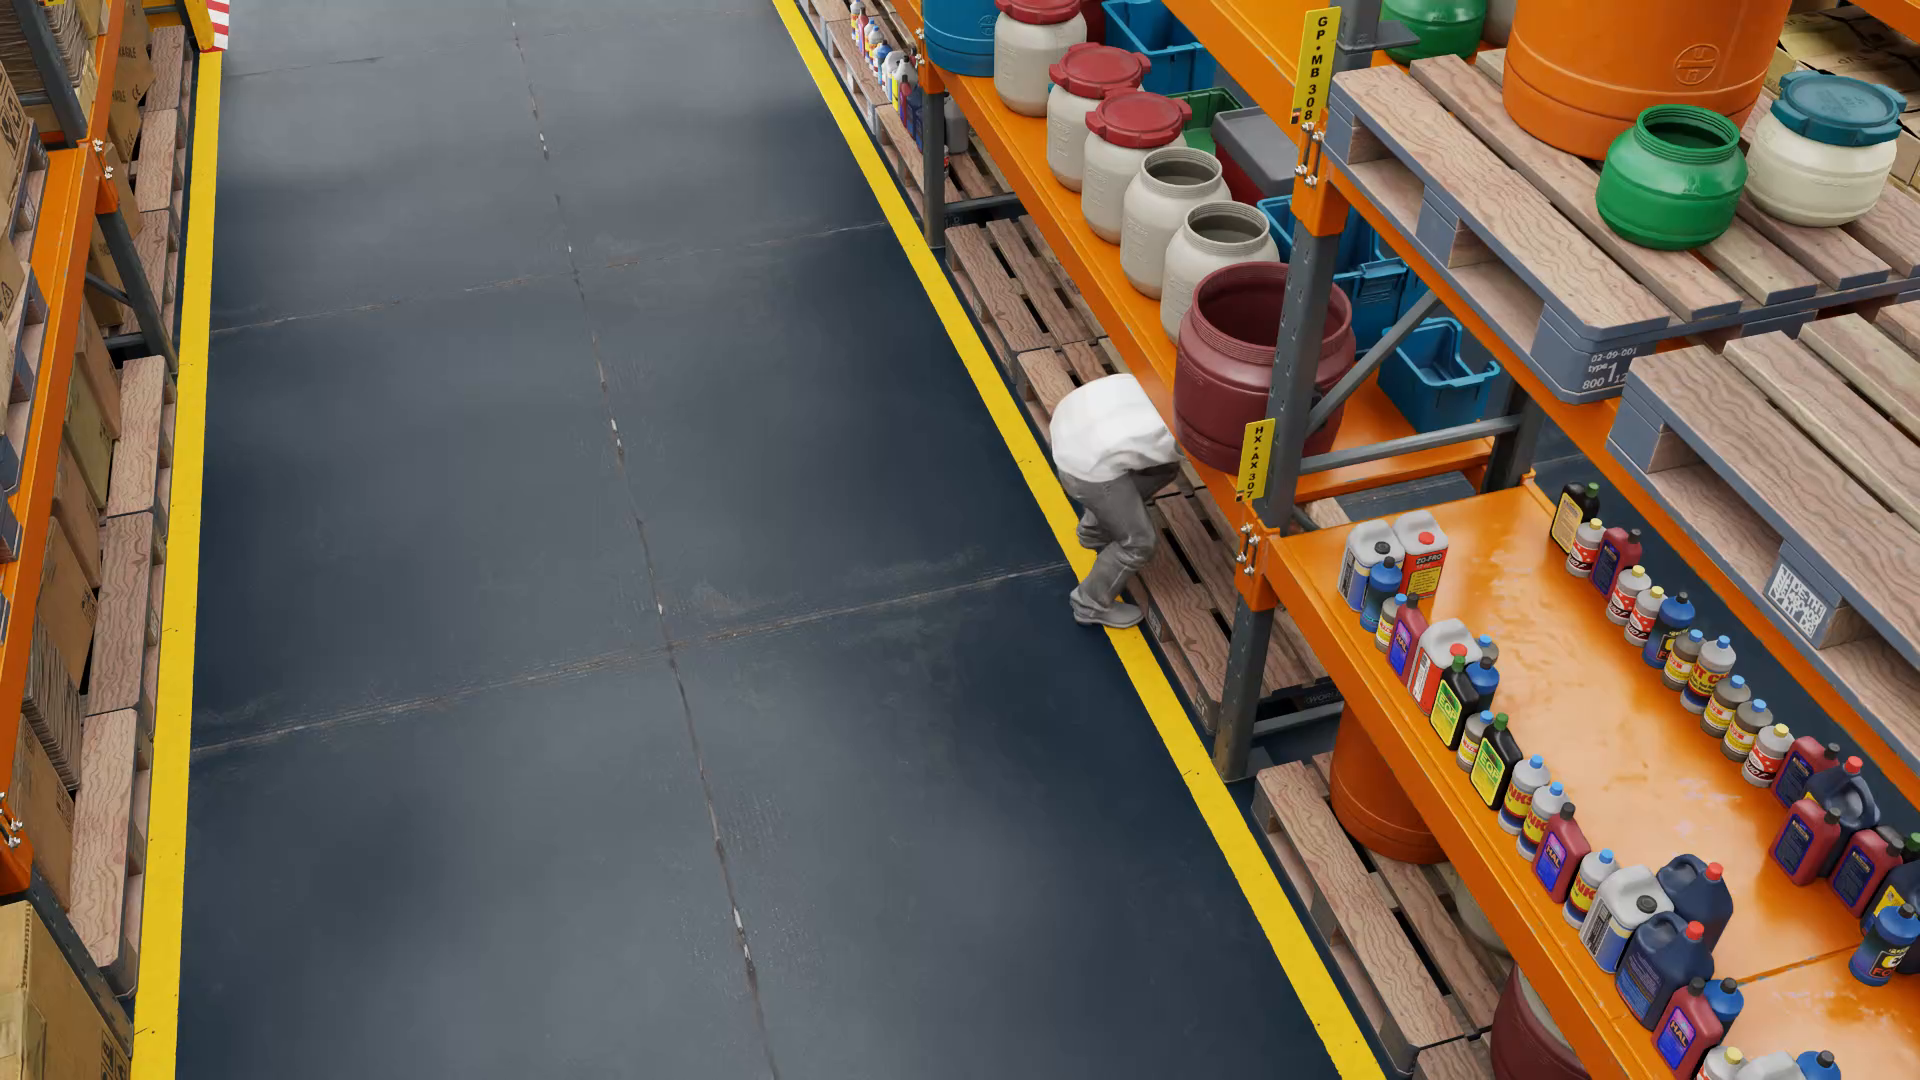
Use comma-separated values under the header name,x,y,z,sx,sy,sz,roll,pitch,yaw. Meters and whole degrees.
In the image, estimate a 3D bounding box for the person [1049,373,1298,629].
name,x,y,z,sx,sy,sz,roll,pitch,yaw
person,0.869,-0.222,6.800,1.016,1.223,0.501,-1,42,-2
